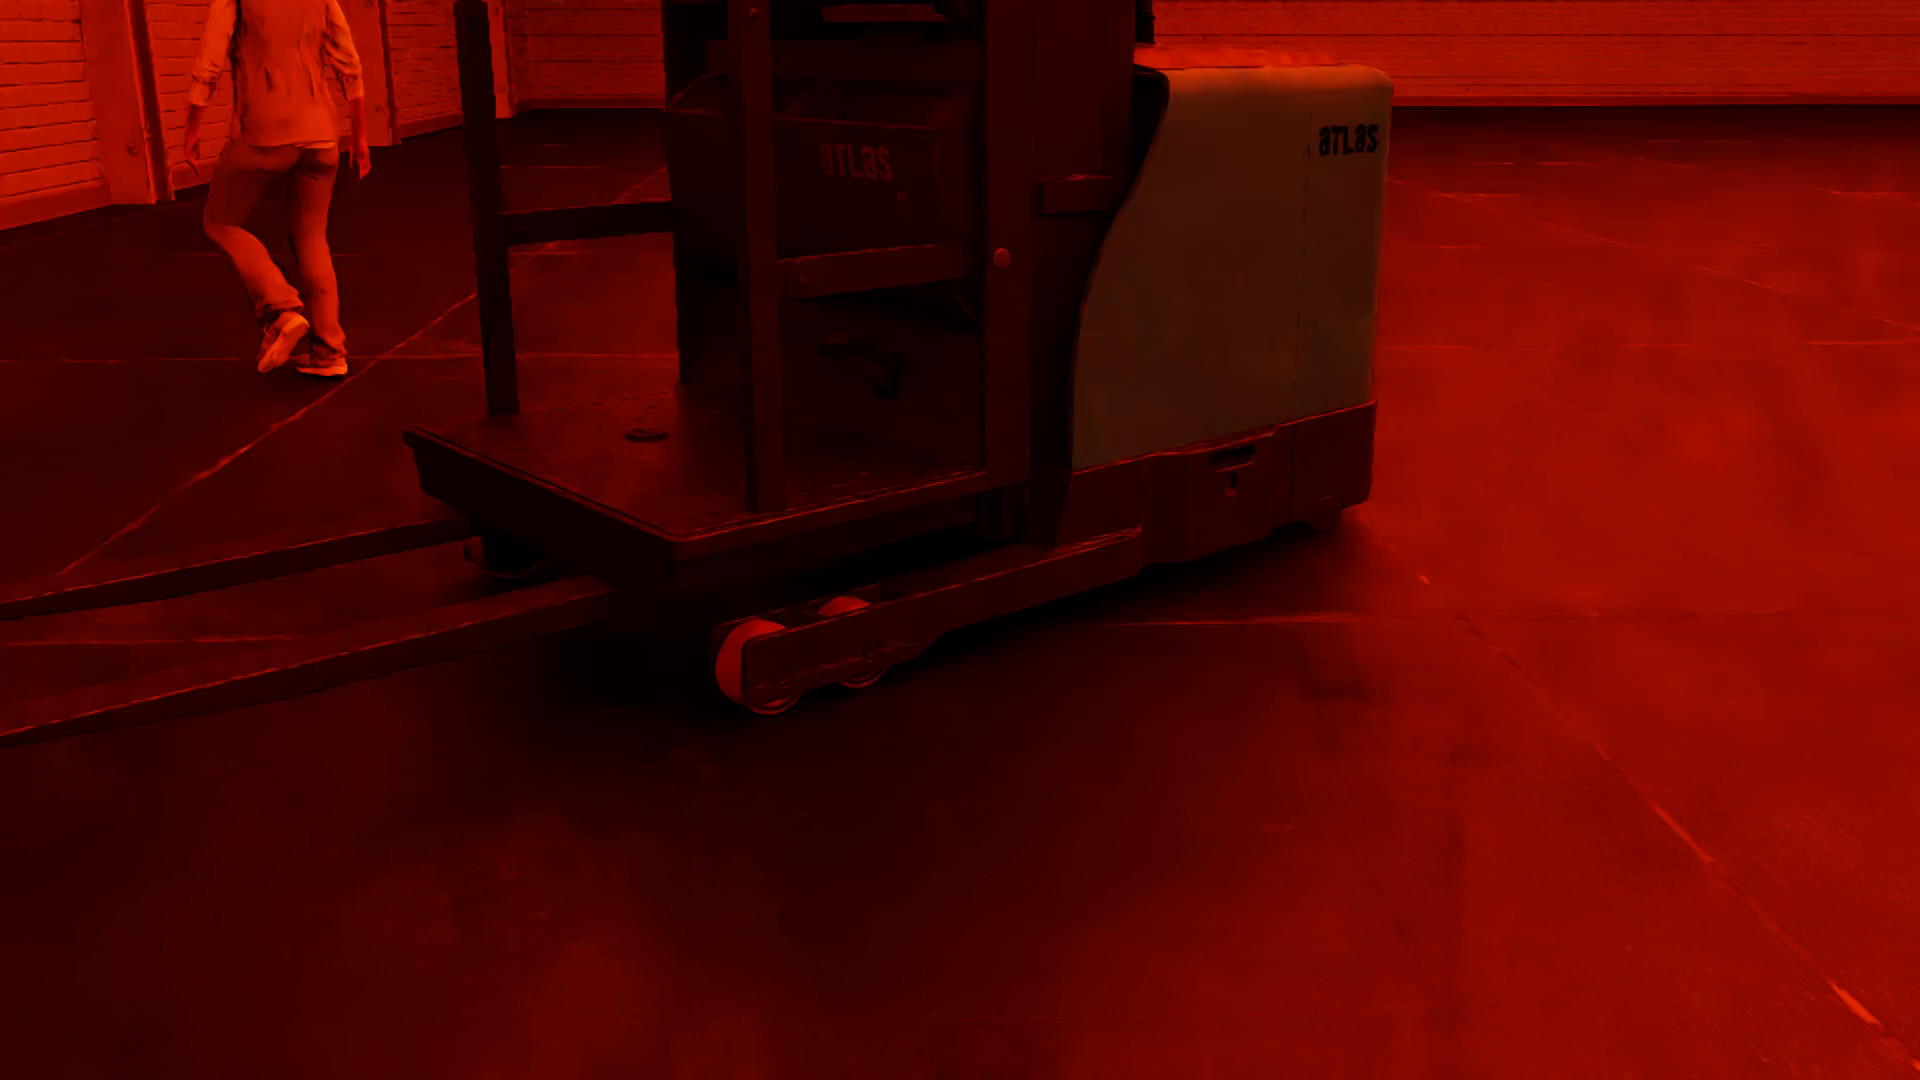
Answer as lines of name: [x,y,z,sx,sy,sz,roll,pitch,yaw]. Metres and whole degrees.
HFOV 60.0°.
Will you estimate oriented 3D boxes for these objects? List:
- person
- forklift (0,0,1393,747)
person: [-2.276,-1.313,5.540,0.419,1.566,0.566,13,22,37]
forklift: [-0.455,-1.267,3.050,3.031,2.935,1.130,-14,22,-39]
